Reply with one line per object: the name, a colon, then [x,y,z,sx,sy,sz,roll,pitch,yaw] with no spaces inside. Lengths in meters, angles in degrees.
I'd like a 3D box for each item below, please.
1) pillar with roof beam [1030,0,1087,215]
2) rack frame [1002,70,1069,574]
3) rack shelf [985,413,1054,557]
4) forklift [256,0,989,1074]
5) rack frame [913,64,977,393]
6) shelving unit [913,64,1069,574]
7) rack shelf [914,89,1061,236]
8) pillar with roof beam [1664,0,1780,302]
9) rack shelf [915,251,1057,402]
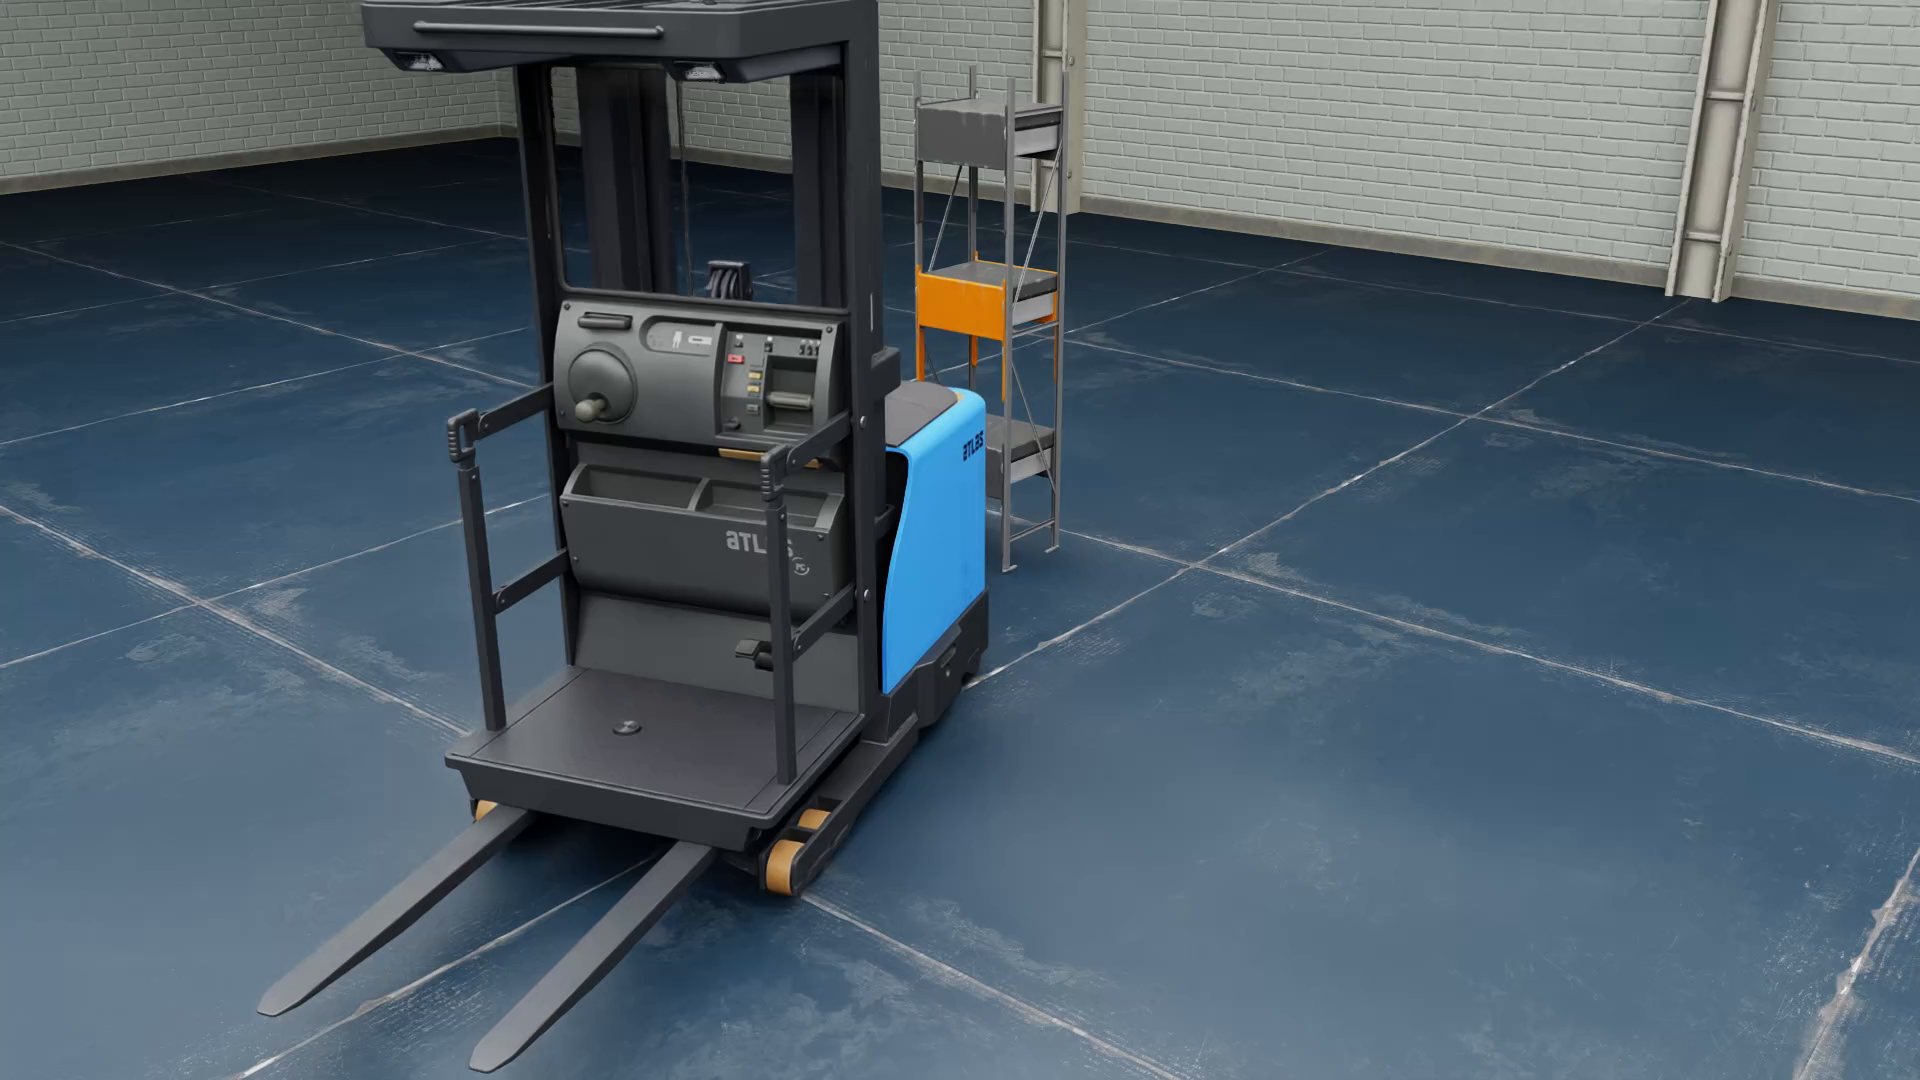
pillar with roof beam: [-1.792,-6.222,11.414,0.400,9.000,9.100,16,26,36]
rack frame: [0.317,-0.891,7.055,0.015,2.100,0.400,16,26,36]
rack shelf: [0.128,-0.278,7.452,0.480,0.518,0.431,16,26,36]
forklift: [-0.873,-0.487,4.804,1.130,2.935,3.031,7,22,19]
rack frame: [-0.061,-1.000,7.344,0.015,2.100,0.400,16,26,36]
shelving unit: [0.128,-0.946,7.200,0.503,2.100,0.431,16,26,36]
rack shelf: [0.128,-1.588,6.958,0.480,0.518,0.431,16,26,36]
pillar with roof beam: [2.856,-4.883,7.864,0.400,9.000,9.100,16,26,36]
rack shelf: [0.128,-0.933,7.205,0.480,0.518,0.431,16,26,36]
